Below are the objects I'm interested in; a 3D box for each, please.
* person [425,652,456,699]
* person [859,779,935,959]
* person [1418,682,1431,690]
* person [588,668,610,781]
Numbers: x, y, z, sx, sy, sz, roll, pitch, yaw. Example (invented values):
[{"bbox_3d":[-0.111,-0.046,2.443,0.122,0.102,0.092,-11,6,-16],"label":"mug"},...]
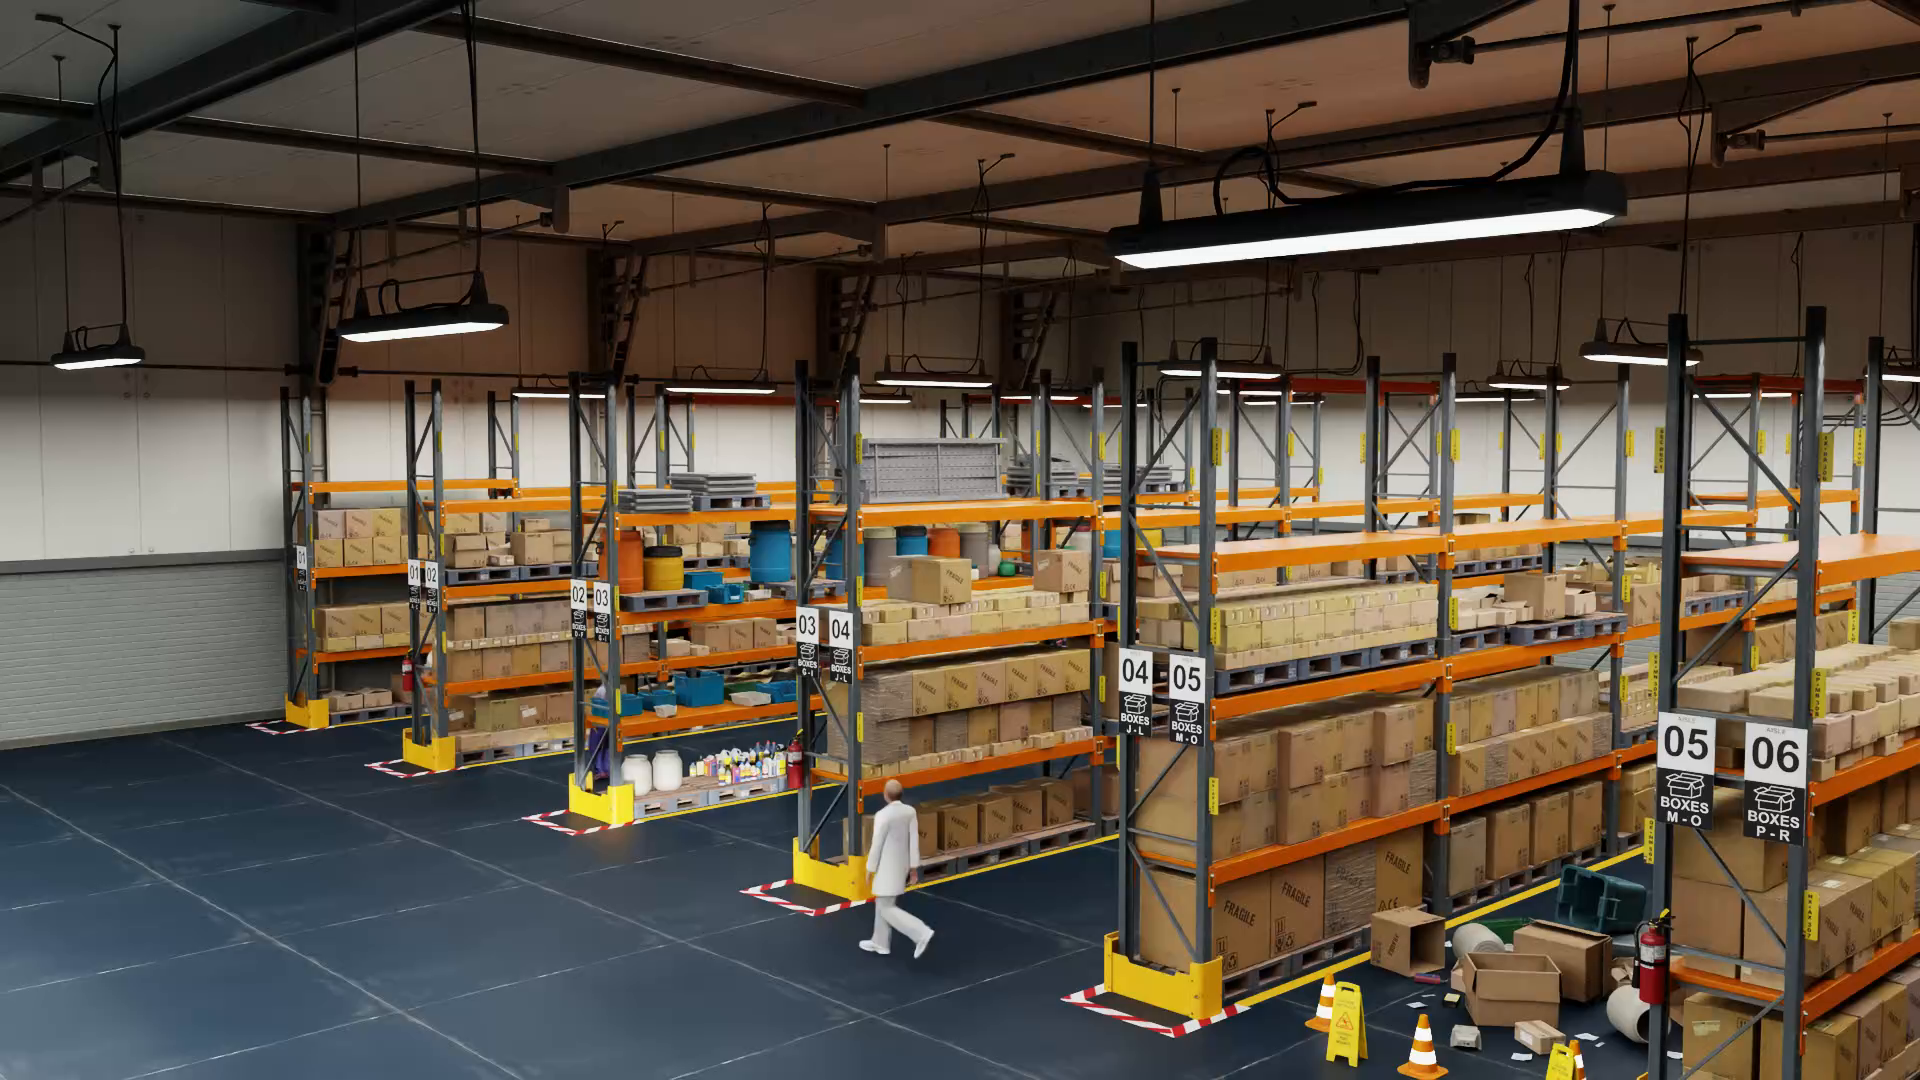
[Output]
[{"bbox_3d":[-8.803,2.526,28.269,0.407,1.857,0.613,3,5,41],"label":"person"},{"bbox_3d":[-0.641,3.231,16.338,0.893,1.764,0.522,1,4,20],"label":"person"},{"bbox_3d":[6.559,2.827,23.650,0.518,1.654,0.458,-2,4,-23],"label":"person"},{"bbox_3d":[-5.344,2.764,24.921,0.377,1.694,0.553,2,4,27],"label":"person"}]
